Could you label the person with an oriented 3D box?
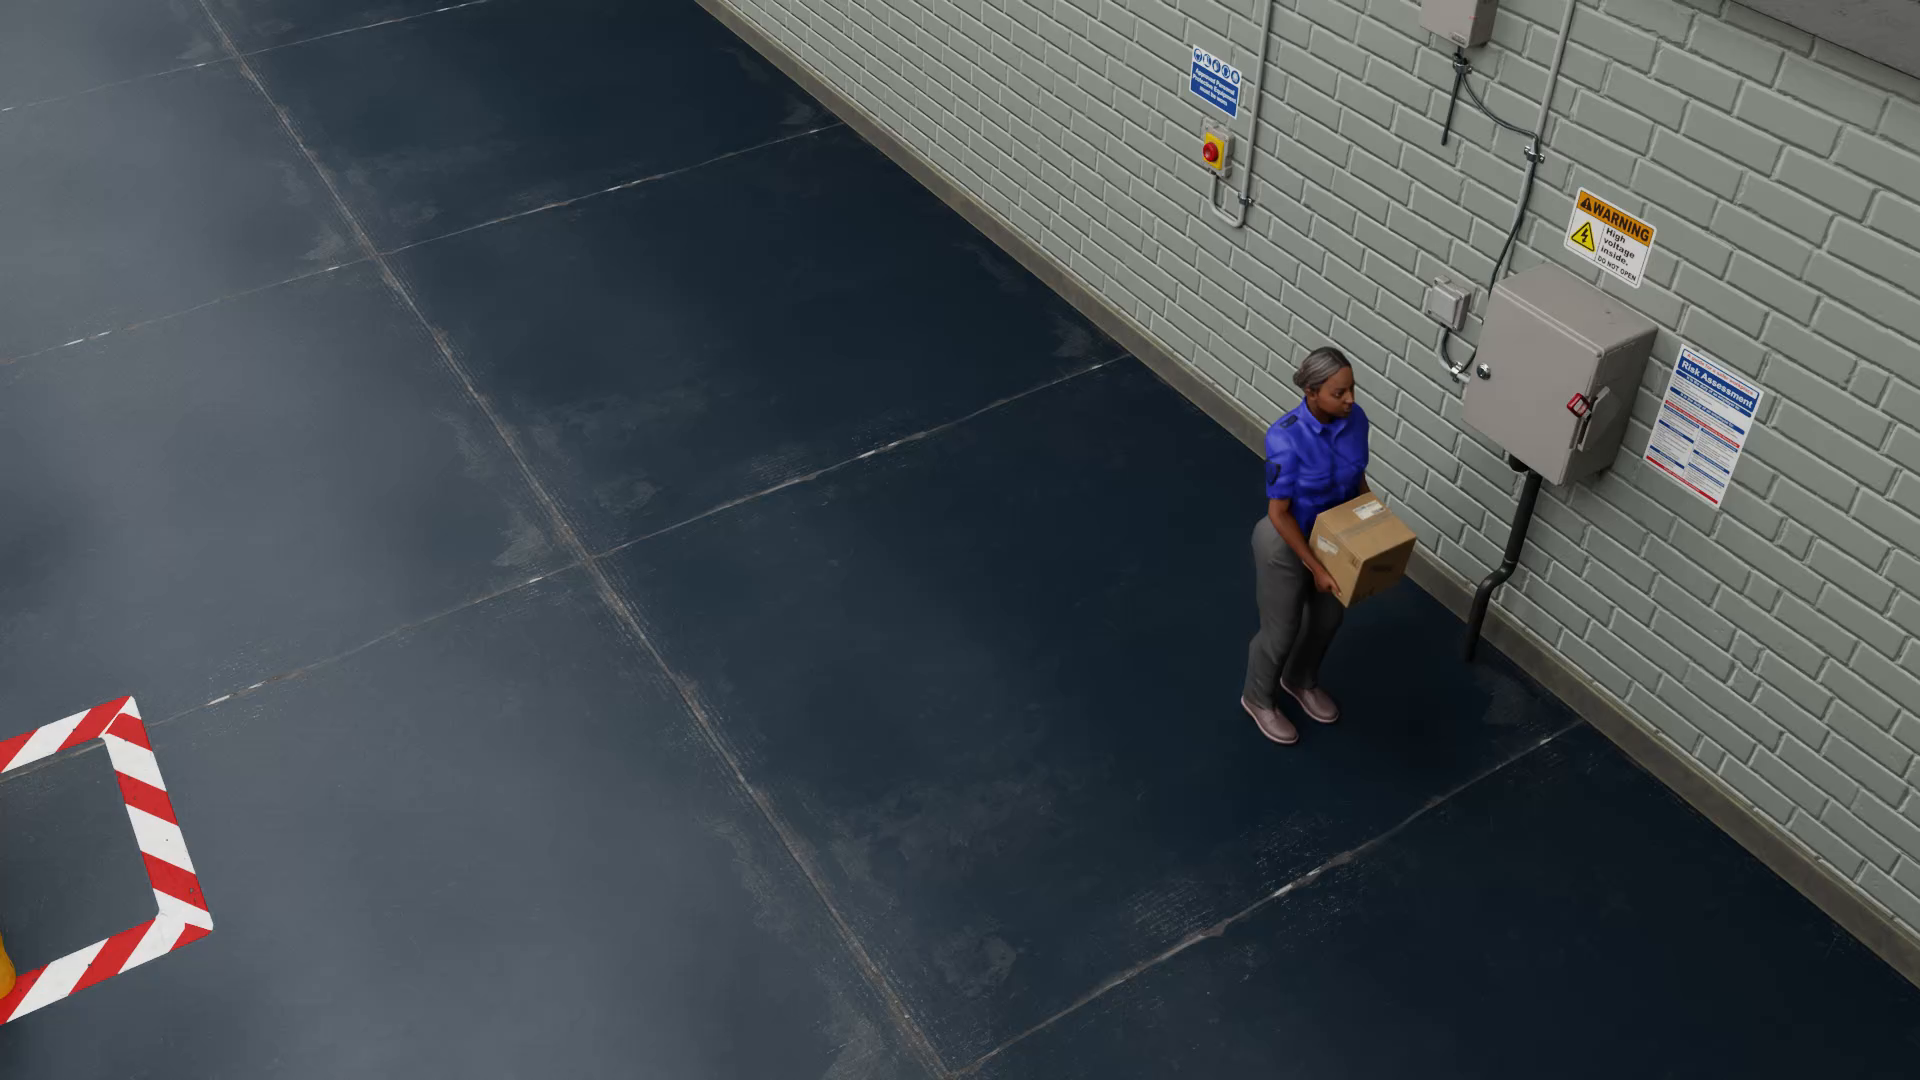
[{"bbox_3d":[1.313,0.064,6.096,0.451,1.650,0.518,-22,46,-23],"label":"person"}]
